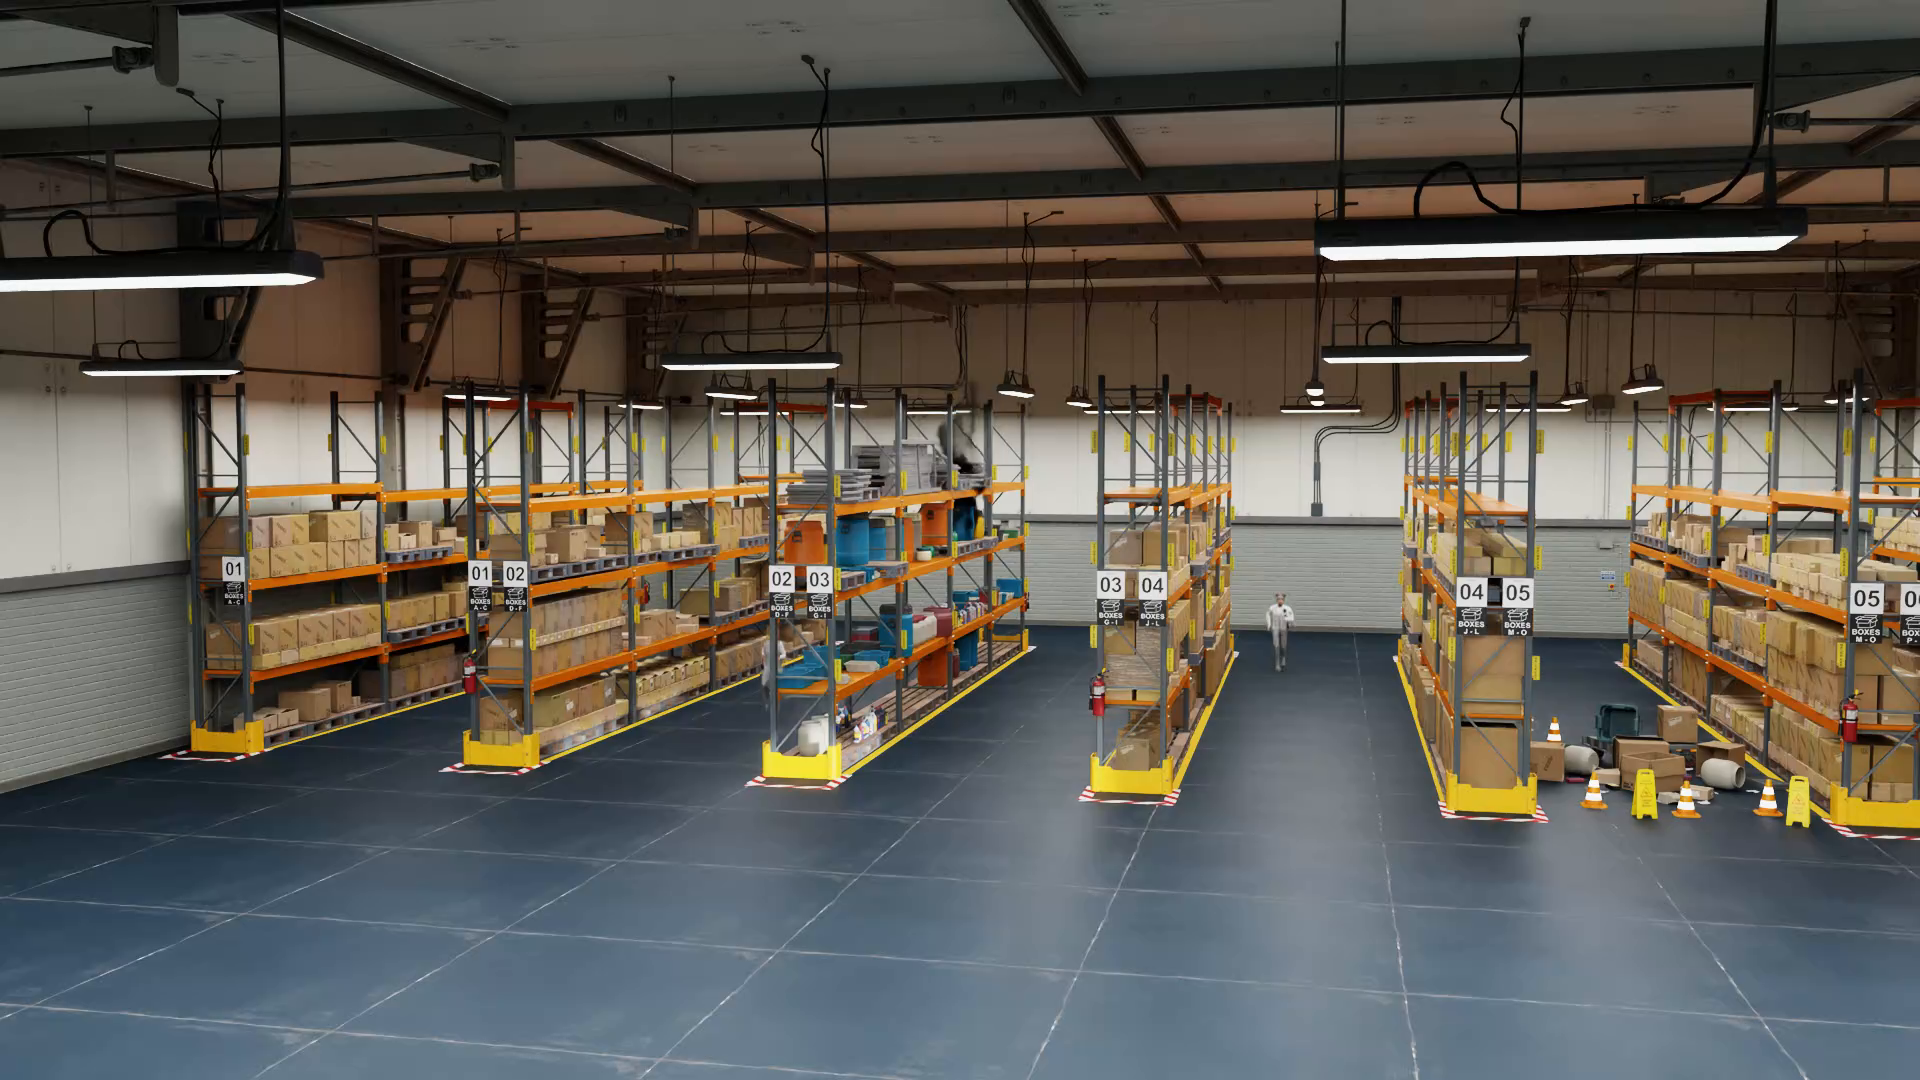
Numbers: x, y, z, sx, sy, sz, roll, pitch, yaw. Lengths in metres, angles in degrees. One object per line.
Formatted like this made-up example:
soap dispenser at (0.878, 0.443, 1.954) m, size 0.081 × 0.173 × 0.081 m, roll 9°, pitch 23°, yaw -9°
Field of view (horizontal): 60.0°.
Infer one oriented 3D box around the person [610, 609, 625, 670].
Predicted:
person at (-7.079, 2.226, 34.623) m, size 0.616 × 1.627 × 0.550 m, roll 1°, pitch 3°, yaw 10°

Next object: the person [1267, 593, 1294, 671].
person at (7.129, 2.015, 37.001) m, size 0.602 × 1.696 × 0.930 m, roll 1°, pitch 3°, yaw 13°

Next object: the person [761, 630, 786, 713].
person at (-3.485, 2.478, 31.054) m, size 0.523 × 1.490 × 0.688 m, roll 1°, pitch 3°, yaw 10°
